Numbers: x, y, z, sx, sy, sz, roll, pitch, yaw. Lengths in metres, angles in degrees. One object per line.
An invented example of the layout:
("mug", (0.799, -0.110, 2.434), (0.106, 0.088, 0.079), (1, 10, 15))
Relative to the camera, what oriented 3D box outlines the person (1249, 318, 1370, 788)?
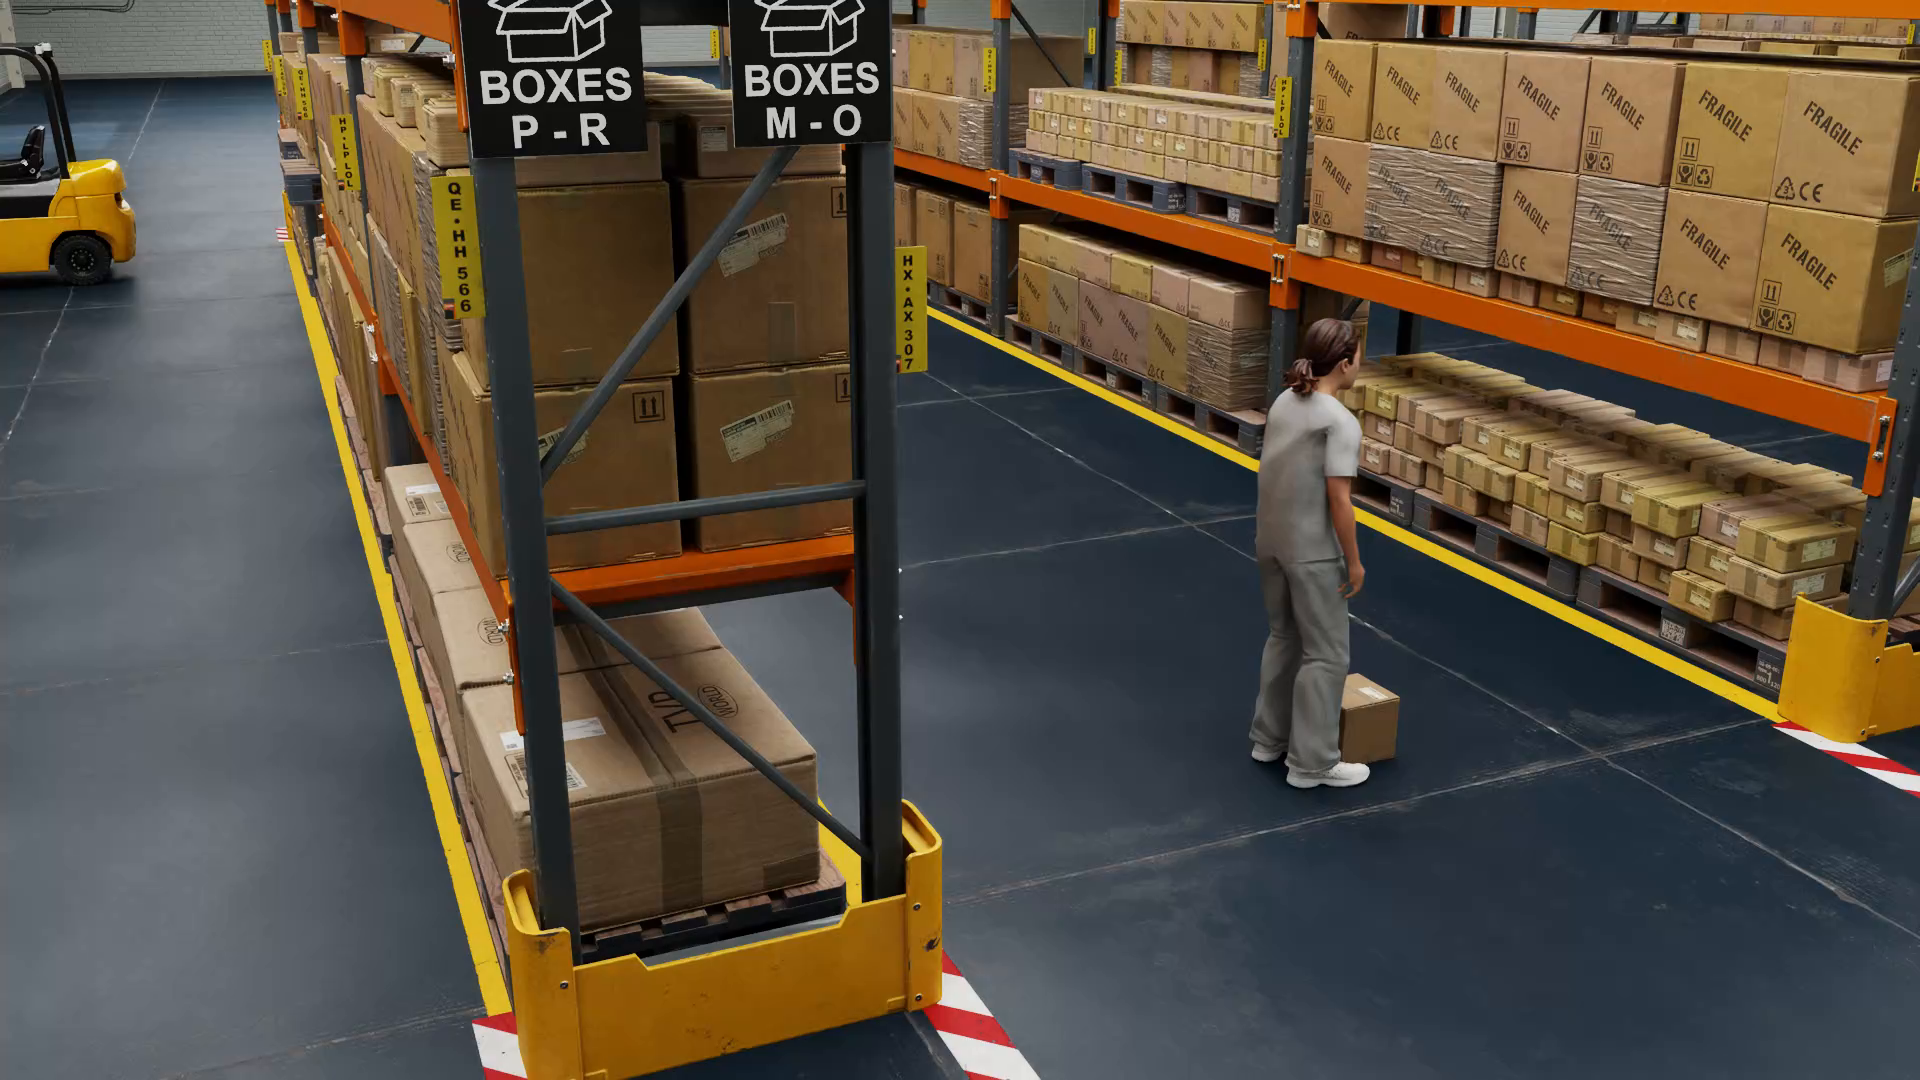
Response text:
("person", (1.249, 0.043, 5.939), (0.358, 1.673, 0.505), (-9, 21, -23))
